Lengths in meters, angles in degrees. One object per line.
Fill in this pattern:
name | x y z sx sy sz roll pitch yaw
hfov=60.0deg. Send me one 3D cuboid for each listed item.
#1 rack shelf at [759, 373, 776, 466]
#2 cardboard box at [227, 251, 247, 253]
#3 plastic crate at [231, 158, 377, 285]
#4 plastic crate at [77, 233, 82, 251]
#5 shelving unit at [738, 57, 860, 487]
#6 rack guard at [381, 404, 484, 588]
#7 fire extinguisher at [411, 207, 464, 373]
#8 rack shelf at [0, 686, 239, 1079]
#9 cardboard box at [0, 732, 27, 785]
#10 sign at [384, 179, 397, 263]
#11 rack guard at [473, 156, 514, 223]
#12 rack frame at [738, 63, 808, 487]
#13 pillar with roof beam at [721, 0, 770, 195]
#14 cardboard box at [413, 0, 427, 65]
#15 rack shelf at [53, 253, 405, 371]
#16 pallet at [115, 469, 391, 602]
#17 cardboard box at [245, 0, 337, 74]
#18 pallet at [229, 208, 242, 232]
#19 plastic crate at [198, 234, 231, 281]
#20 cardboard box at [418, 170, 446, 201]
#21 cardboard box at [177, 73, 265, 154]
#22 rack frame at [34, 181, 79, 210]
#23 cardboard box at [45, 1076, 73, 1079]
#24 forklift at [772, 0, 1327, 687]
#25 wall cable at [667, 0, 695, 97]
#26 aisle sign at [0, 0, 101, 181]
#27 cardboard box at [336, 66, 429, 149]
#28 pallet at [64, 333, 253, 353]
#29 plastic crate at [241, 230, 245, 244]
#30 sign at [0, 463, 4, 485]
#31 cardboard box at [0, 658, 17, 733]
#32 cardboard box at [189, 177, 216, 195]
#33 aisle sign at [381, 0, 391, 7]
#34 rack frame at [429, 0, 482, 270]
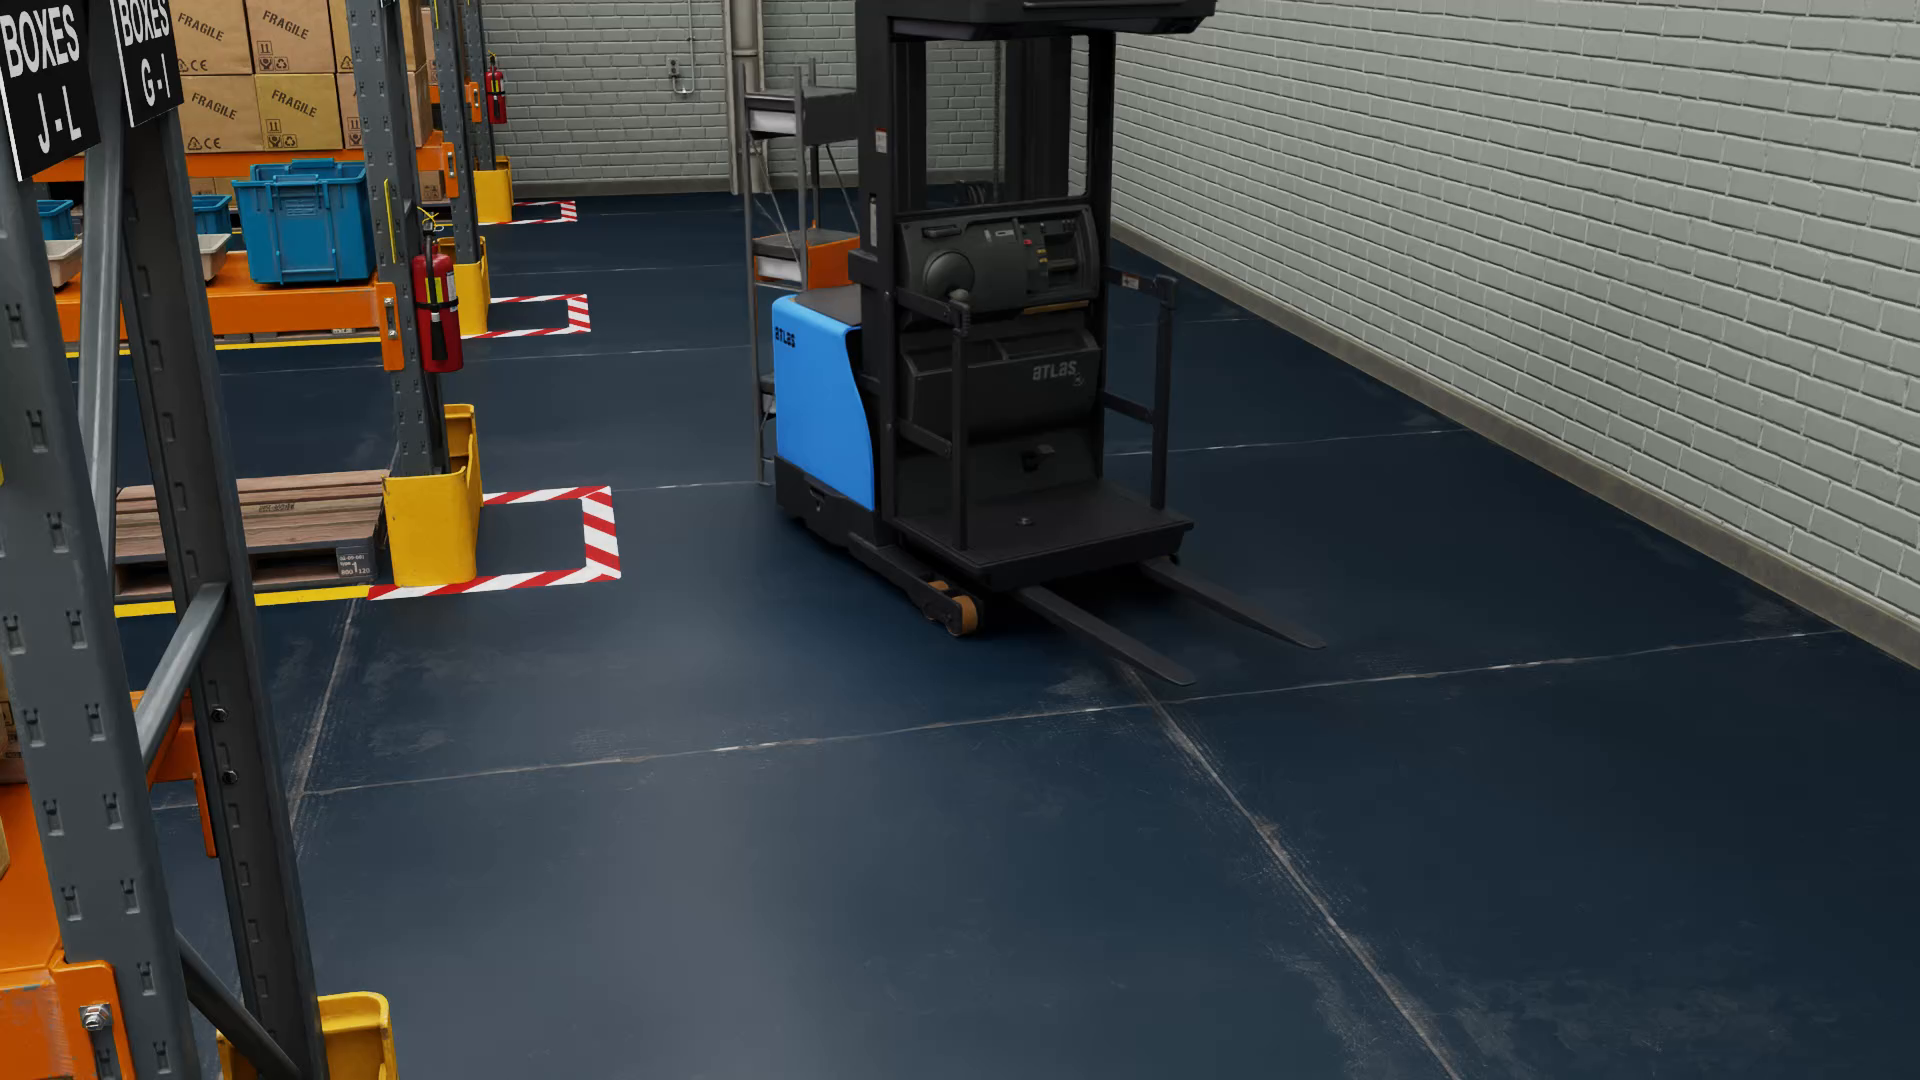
rack shelf | -0.736 -0.632 8.558 0.431 0.518 0.480 15 25 36
cardboard box | -5.155 -1.945 12.121 0.500 0.250 0.500 -5 21 -12
plastic crate | -2.734 -1.354 7.011 0.499 0.435 0.616 -5 21 -12
plastic crate | -3.759 -1.342 7.413 0.298 0.136 0.250 -5 21 -12
shelving unit | -0.738 -1.302 8.314 0.431 2.100 0.503 15 25 36
rack guard | -2.431 -0.231 7.718 0.348 0.500 1.175 -5 21 -12
fire extinguisher | -2.200 -1.047 6.965 0.183 0.674 0.296 -5 21 -12
rack shelf | -3.258 0.756 2.436 4.000 0.370 1.077 -5 21 -12
cardboard box | -1.733 0.295 3.013 0.250 0.149 0.380 -4 21 -12
sign | -2.309 -1.292 6.743 0.005 0.325 0.100 -5 21 -12
rack guard | -4.708 -3.543 16.759 0.348 0.500 1.175 -5 21 -12
rack frame | -0.890 -1.237 8.135 0.400 2.100 0.015 15 25 36
pillar with roof beam | -1.312 -6.594 12.732 0.400 9.000 9.100 -5 21 -12
cardboard box | -4.080 -3.626 11.754 0.500 0.500 0.500 -4 20 -11
rack shelf | -4.398 -0.902 6.962 4.000 0.370 1.077 -5 21 -12
pallet | -3.263 -0.037 7.608 1.213 0.211 1.003 -5 21 -12
cardboard box | -4.449 -3.405 11.151 0.500 0.500 0.500 -4 21 -11
pallet | -6.676 -3.220 16.299 1.213 0.211 1.003 -5 21 -12
plastic crate | -3.203 -1.177 6.964 0.243 0.136 0.396 -5 21 -12
cardboard box | -5.389 -3.649 16.439 0.500 0.500 0.700 -5 21 -12
cardboard box | -4.952 -2.897 11.217 0.500 0.500 0.500 -4 21 -12
rack frame | -8.624 -4.398 15.459 0.127 3.000 1.000 -5 21 -12
cardboard box | -1.916 1.138 2.827 0.875 0.875 0.875 -5 21 -12
forklift | 0.286 -1.167 6.738 1.130 2.935 3.031 -12 23 -29
wall cable | -3.703 -5.609 17.290 1.851 1.984 0.084 -5 21 -12
aisle sign | -1.173 -0.866 2.039 0.004 0.787 0.394 -5 21 -12
cardboard box | -3.961 -2.977 11.435 0.500 0.500 0.500 -4 20 -11
pallet | -5.622 -1.582 11.828 1.213 0.211 1.003 -5 21 -12
plastic crate | -3.099 -1.396 7.560 0.298 0.136 0.250 -5 21 -12
sign | -1.200 -0.212 2.006 0.005 0.325 0.100 -5 21 -12
cardboard box | -1.841 0.138 2.862 0.500 0.250 0.500 -5 21 -14
cardboard box | -7.383 -3.485 15.990 0.500 0.500 0.700 -5 21 -13
aisle sign | -2.314 -2.527 6.571 0.004 0.787 0.394 -5 21 -12
rack frame | -3.588 -3.057 11.798 0.127 3.000 1.000 -5 21 -12
